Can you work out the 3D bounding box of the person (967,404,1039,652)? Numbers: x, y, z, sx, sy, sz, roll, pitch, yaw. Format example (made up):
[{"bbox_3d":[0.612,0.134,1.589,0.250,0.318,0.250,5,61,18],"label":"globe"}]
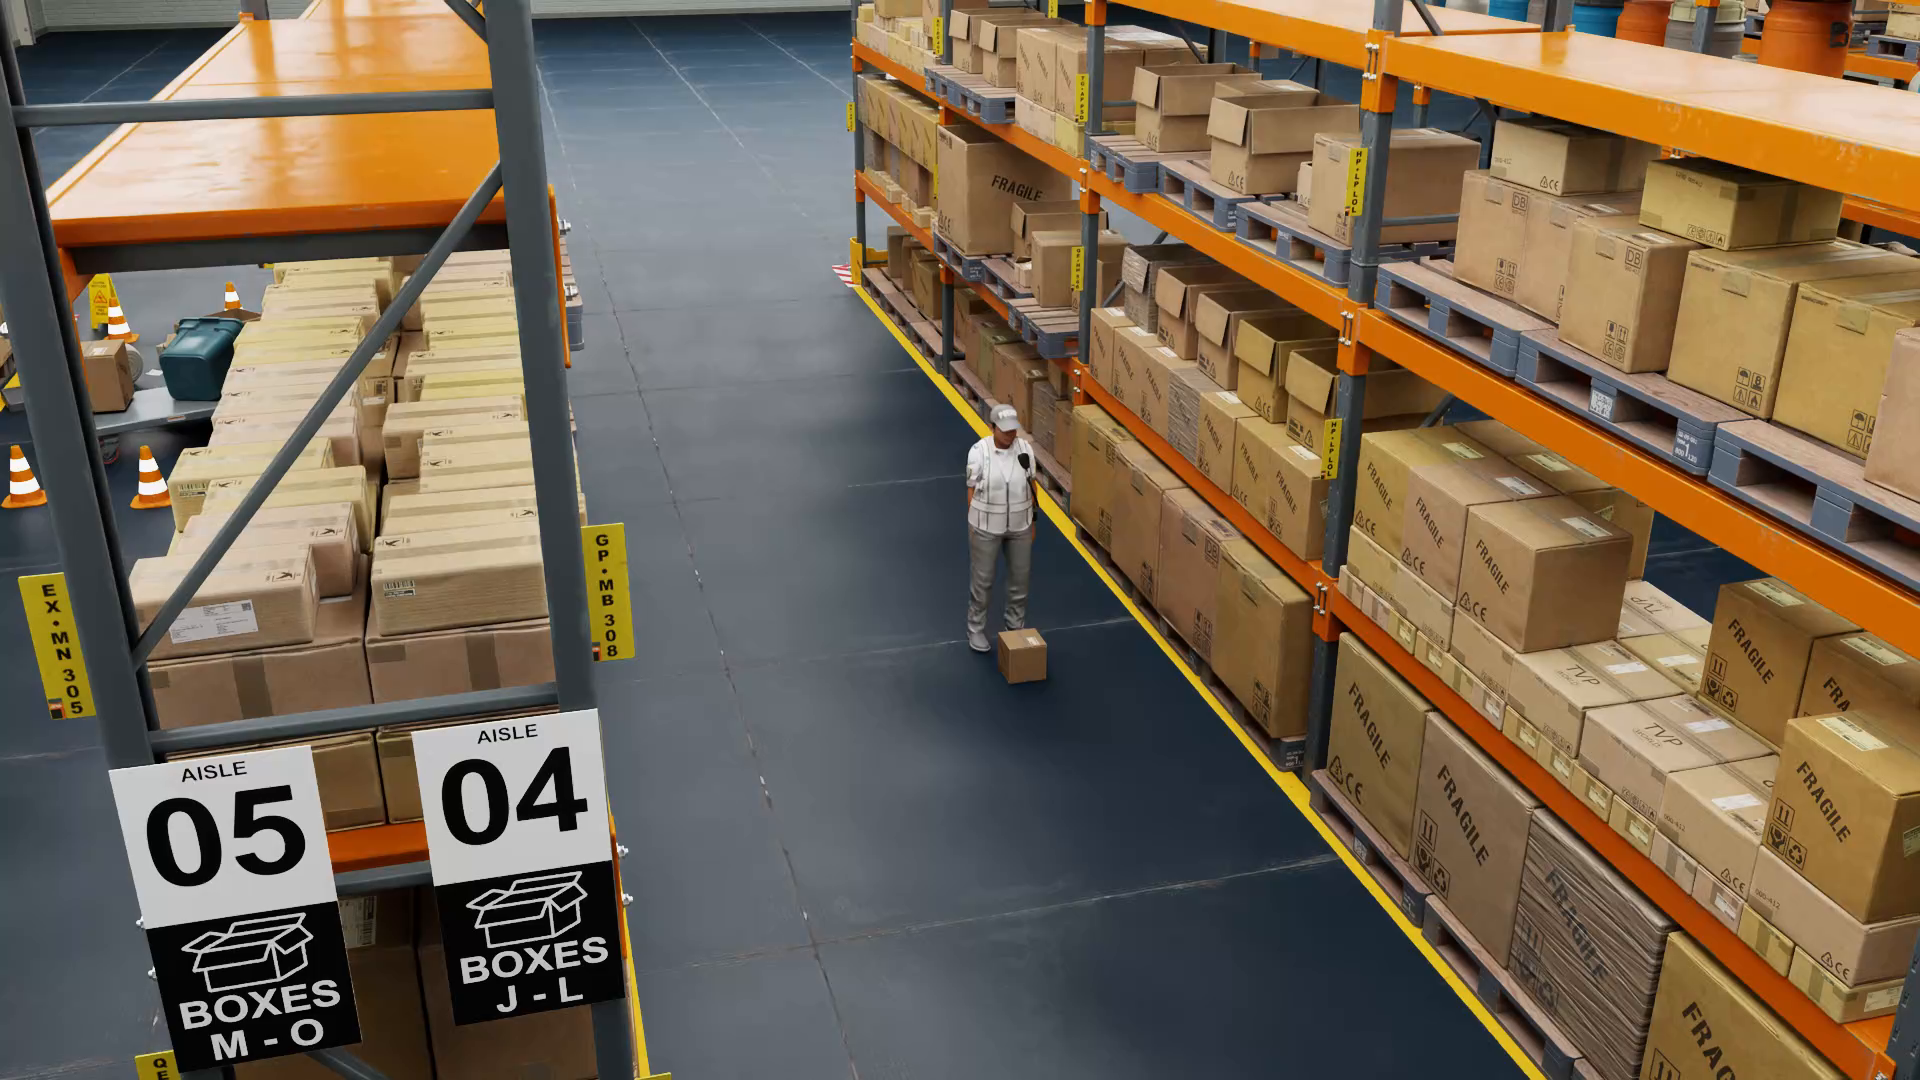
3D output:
[{"bbox_3d":[0.282,-0.084,10.800,0.467,1.660,0.390,-6,24,-13],"label":"person"}]
